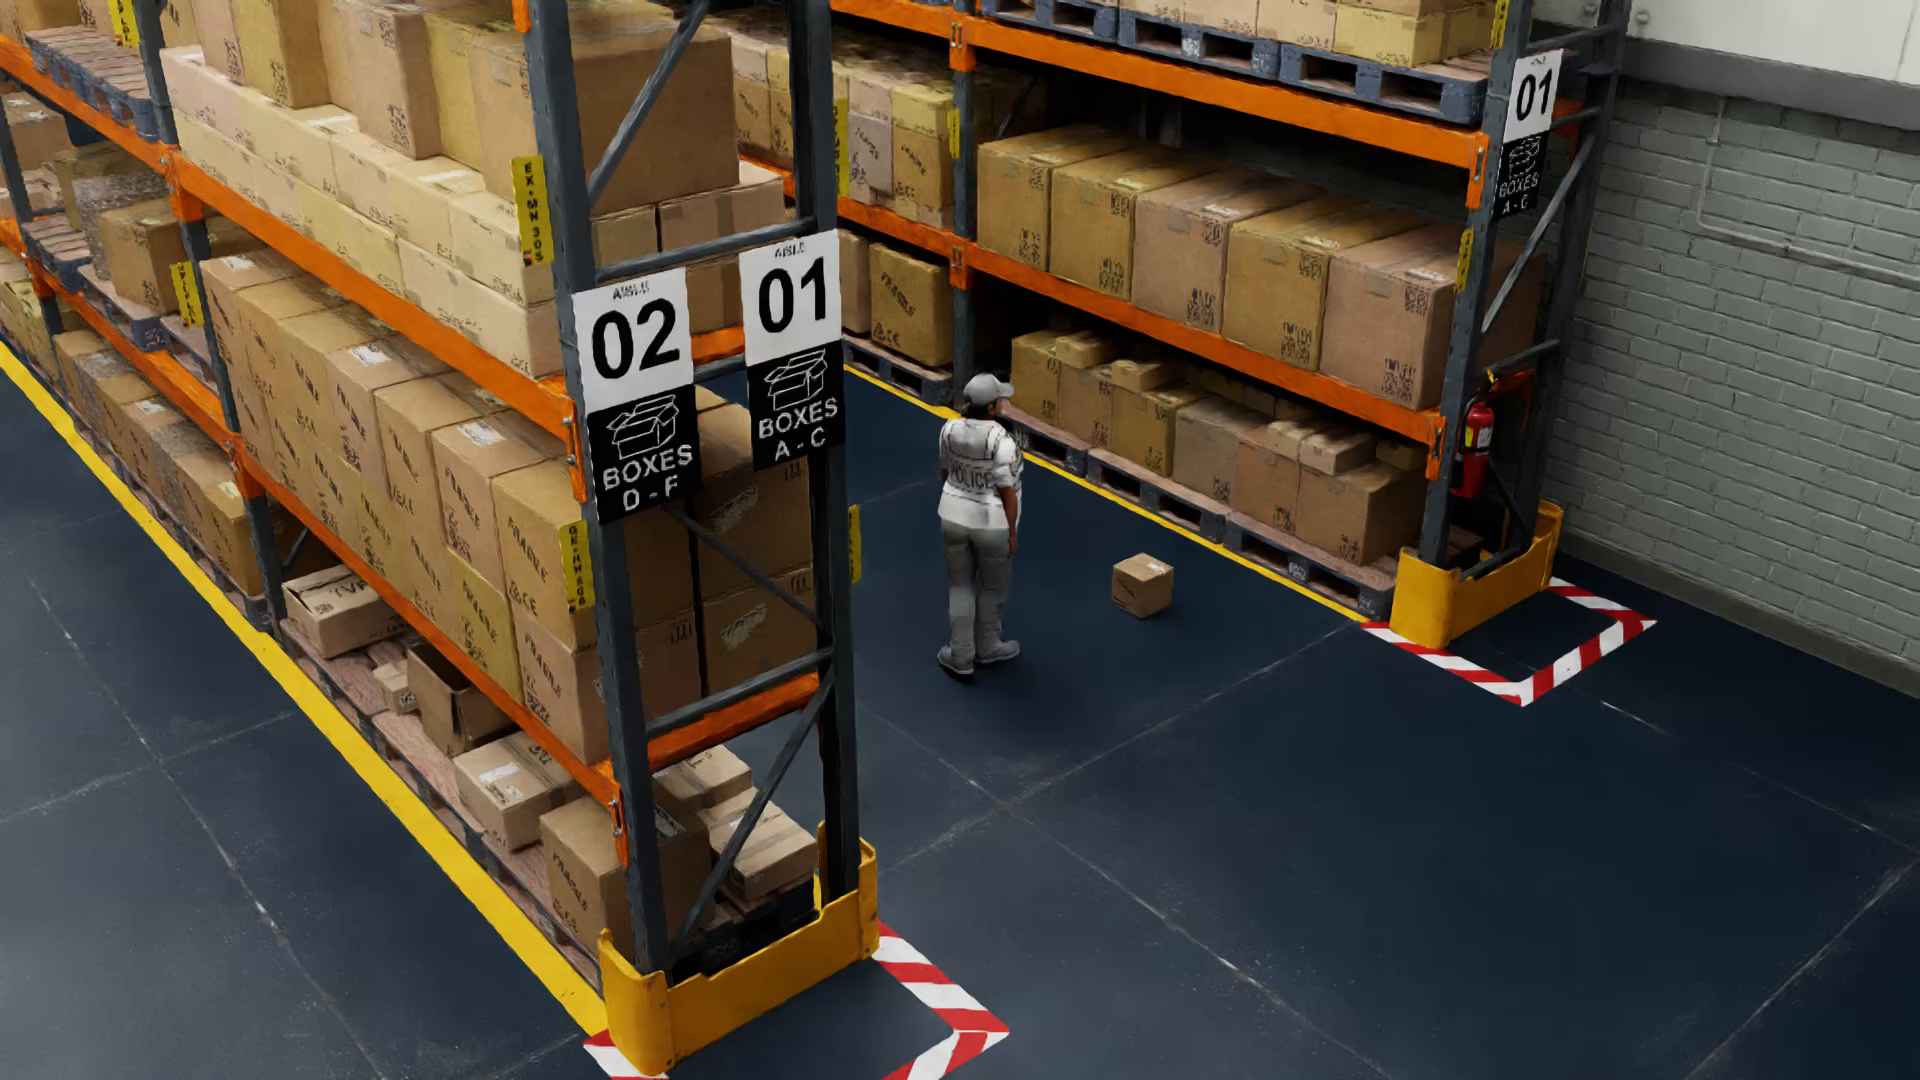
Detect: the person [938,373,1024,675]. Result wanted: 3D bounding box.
[{"bbox_3d":[0.088,-0.075,8.757,0.481,1.671,0.502,13,31,22],"label":"person"}]
